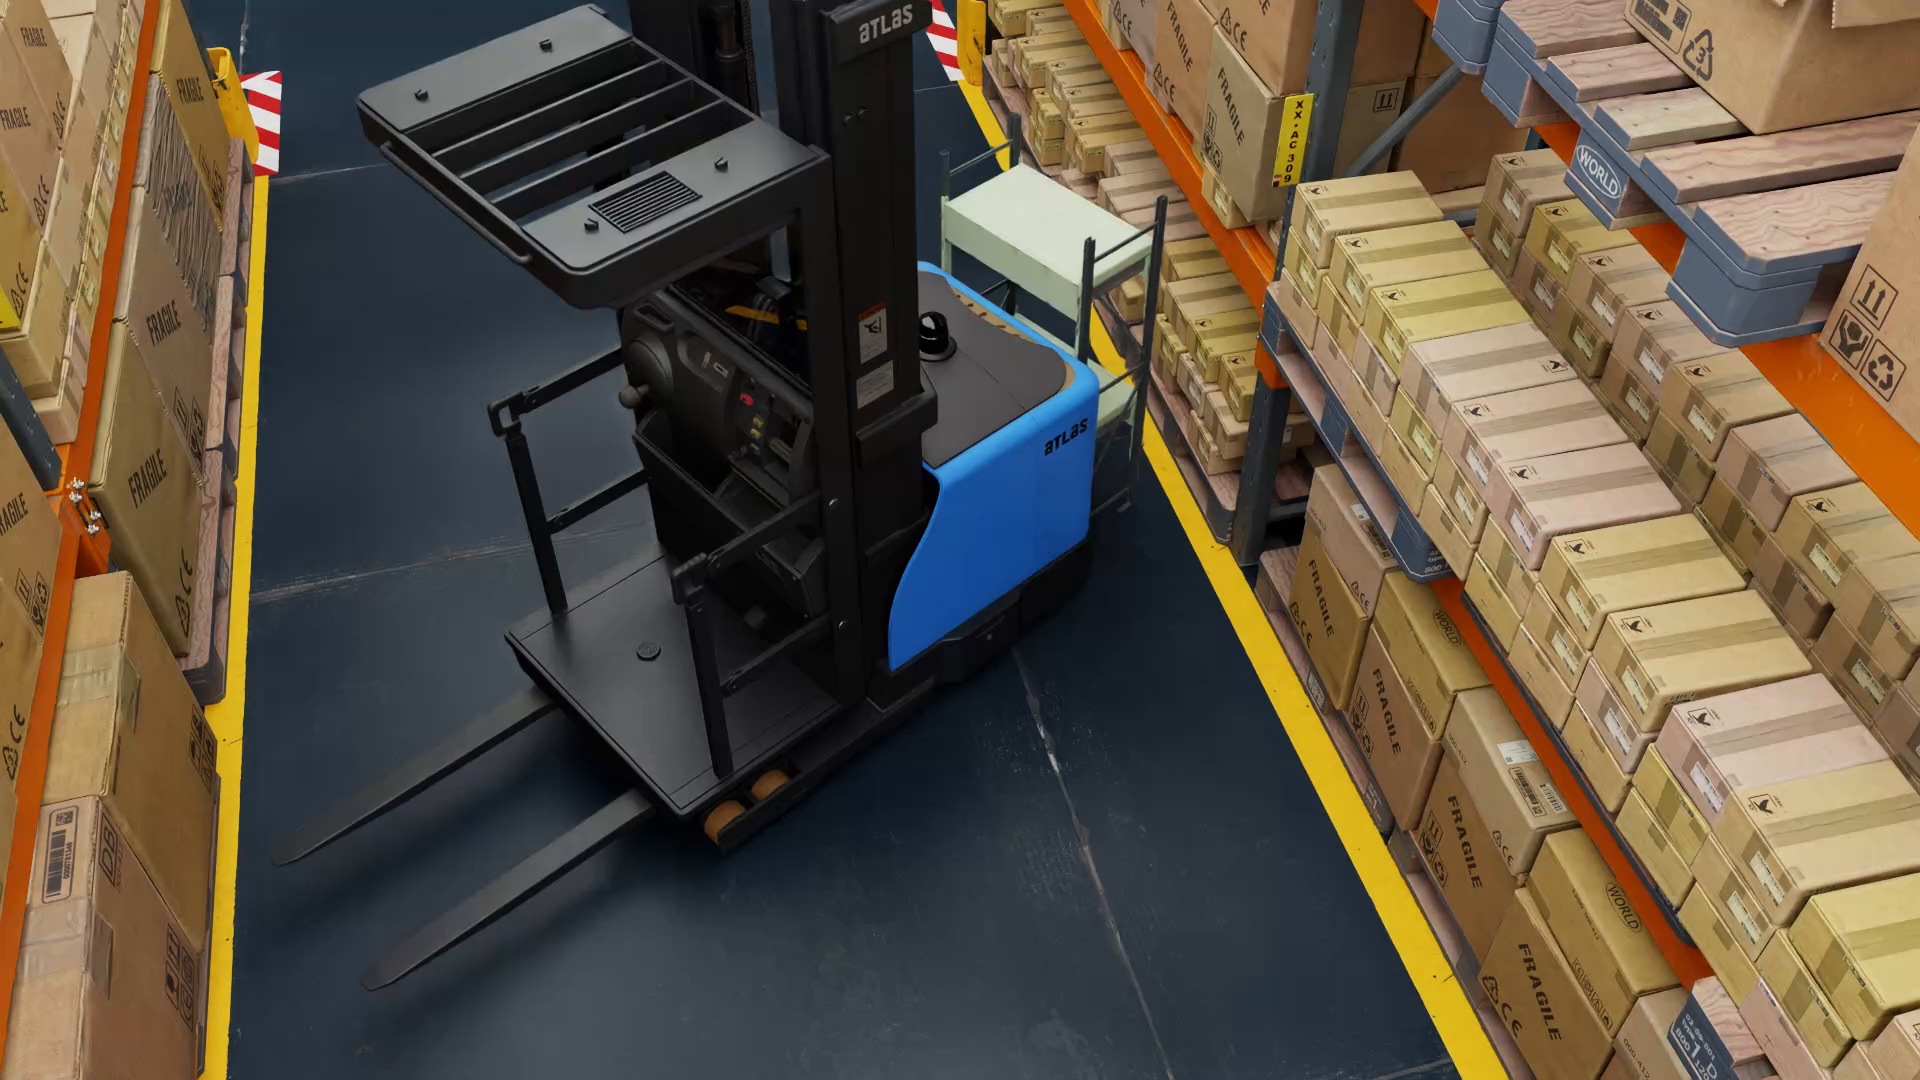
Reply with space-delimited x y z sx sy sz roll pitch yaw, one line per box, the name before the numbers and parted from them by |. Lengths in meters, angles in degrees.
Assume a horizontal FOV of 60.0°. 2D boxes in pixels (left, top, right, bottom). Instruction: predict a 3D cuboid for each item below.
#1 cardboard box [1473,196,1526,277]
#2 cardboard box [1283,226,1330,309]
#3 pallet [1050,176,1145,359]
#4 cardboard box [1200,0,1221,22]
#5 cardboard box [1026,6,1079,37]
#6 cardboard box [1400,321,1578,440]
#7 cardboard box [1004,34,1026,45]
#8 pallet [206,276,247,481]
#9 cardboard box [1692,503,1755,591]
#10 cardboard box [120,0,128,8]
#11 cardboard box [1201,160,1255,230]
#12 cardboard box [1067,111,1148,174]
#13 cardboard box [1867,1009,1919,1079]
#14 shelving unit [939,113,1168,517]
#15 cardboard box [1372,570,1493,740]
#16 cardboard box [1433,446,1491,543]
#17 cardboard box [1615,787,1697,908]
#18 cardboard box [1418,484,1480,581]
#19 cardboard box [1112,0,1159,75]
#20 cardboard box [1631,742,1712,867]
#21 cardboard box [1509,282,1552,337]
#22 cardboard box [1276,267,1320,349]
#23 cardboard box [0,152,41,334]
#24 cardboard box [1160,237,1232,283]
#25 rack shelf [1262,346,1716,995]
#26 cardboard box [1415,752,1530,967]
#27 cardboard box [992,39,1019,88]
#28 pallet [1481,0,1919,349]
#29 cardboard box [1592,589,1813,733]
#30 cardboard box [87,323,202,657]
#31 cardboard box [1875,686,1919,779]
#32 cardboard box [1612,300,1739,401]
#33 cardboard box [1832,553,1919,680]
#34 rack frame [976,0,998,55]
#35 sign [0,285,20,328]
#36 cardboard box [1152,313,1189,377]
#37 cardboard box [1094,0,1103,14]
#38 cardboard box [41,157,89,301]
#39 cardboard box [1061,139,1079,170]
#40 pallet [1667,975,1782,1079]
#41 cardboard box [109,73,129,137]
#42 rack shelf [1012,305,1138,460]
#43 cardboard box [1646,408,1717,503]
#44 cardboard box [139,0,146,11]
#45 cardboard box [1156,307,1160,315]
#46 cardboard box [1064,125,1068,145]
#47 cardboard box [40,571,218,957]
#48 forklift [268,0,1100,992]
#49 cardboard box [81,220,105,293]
cardboard box | 1.875 -0.994 5.297 0.380 0.149 0.250 -9 46 -9
cardboard box | 1.239 -0.876 5.182 0.380 0.149 0.250 -10 46 -10
pallet | 1.061 -1.394 7.969 1.003 0.211 1.213 -11 47 -10
cardboard box | 1.063 -2.189 5.817 0.500 0.500 0.500 -12 47 -12
cardboard box | 0.551 -2.596 8.479 0.380 0.149 0.250 -10 46 -10
cardboard box | 1.441 -0.439 4.545 0.380 0.149 0.250 -11 47 -11
cardboard box | 0.445 -2.675 8.765 0.380 0.149 0.250 -9 46 -9
pallet | -3.673 -0.639 7.229 1.003 0.211 1.213 -11 47 -10
cardboard box | 2.212 0.009 4.523 0.380 0.149 0.250 -9 46 -9
cardboard box | -3.752 -2.409 6.907 0.500 0.250 0.500 -11 47 -11
cardboard box | 1.112 -1.294 6.093 0.380 0.149 0.250 -12 47 -11
cardboard box | 0.720 -1.859 7.757 0.380 0.149 0.250 -10 46 -10
cardboard box | 1.976 0.997 3.138 0.380 0.149 0.250 -11 47 -11
shelving unit | 0.326 -0.778 6.462 0.431 1.500 0.755 -34 54 -29
cardboard box | 1.655 0.322 5.265 0.500 0.250 0.500 -10 46 -9
cardboard box | 1.512 -0.154 4.475 0.380 0.149 0.250 -9 46 -9
cardboard box | 1.777 0.669 3.876 0.380 0.149 0.250 -13 47 -12
cardboard box | 1.504 -0.059 4.590 0.380 0.149 0.250 -13 47 -12
cardboard box | 0.928 -2.193 6.521 0.500 0.500 0.500 -11 47 -11
cardboard box | 1.775 0.561 3.773 0.380 0.149 0.250 -11 47 -11
cardboard box | 1.943 -0.711 5.228 0.380 0.149 0.250 -10 47 -10
cardboard box | 1.239 -0.772 5.288 0.380 0.149 0.250 -13 47 -12
cardboard box | -3.113 -0.924 4.927 0.500 0.500 0.500 -11 47 -10
cardboard box | 1.075 -1.158 7.070 0.380 0.149 0.250 -9 46 -9
rack shelf | 2.095 0.563 4.601 1.077 0.370 4.000 -11 47 -10
cardboard box | 1.800 0.942 5.183 0.500 0.500 0.500 -10 46 -10
cardboard box | 0.383 -2.560 8.860 0.380 0.149 0.250 -10 46 -10
pallet | 1.906 -0.892 3.555 1.213 0.211 1.003 -11 47 -10
cardboard box | 1.709 0.277 3.843 0.380 0.149 0.250 -9 46 -8
cardboard box | -3.330 -0.106 5.947 0.875 0.875 0.875 -11 47 -10
cardboard box | 2.406 0.442 3.890 0.380 0.149 0.250 -11 47 -10
cardboard box | 2.075 -0.550 4.654 0.380 0.149 0.250 -11 47 -10
cardboard box | 2.338 0.164 3.955 0.380 0.149 0.250 -9 46 -9
rack frame | 0.559 -3.831 8.404 1.000 3.000 0.127 -11 47 -10
sign | -2.716 -0.716 4.596 0.100 0.325 0.005 -11 47 -10
cardboard box | 1.028 -0.848 6.975 0.380 0.149 0.250 -12 47 -12
cardboard box | 0.773 -2.392 7.169 0.380 0.149 0.250 -9 46 -9
cardboard box | -3.227 -1.000 5.527 0.500 0.250 0.500 -11 47 -11
cardboard box | 0.717 -1.869 8.183 0.380 0.149 0.250 -11 47 -10
pallet | 2.321 1.287 3.523 1.213 0.211 1.003 -11 47 -10
cardboard box | -3.461 -1.665 6.457 0.380 0.149 0.250 -10 46 -10
rack shelf | 0.326 -0.550 6.695 0.431 0.370 0.720 -34 54 -29
cardboard box | 2.144 -0.272 4.590 0.380 0.149 0.250 -13 47 -12
cardboard box | -3.721 -2.367 7.145 0.380 0.149 0.250 -11 47 -10
cardboard box | 1.087 -0.996 7.328 0.380 0.149 0.250 -12 47 -11
cardboard box | 0.729 -1.960 8.065 0.380 0.149 0.250 -13 47 -12
cardboard box | -3.055 0.803 5.057 1.225 0.875 0.875 -11 47 -10
forklift | -0.920 -0.395 5.085 3.031 2.935 1.130 -33 54 -28
cardboard box | -3.196 -0.954 5.760 0.380 0.149 0.250 -12 47 -11
